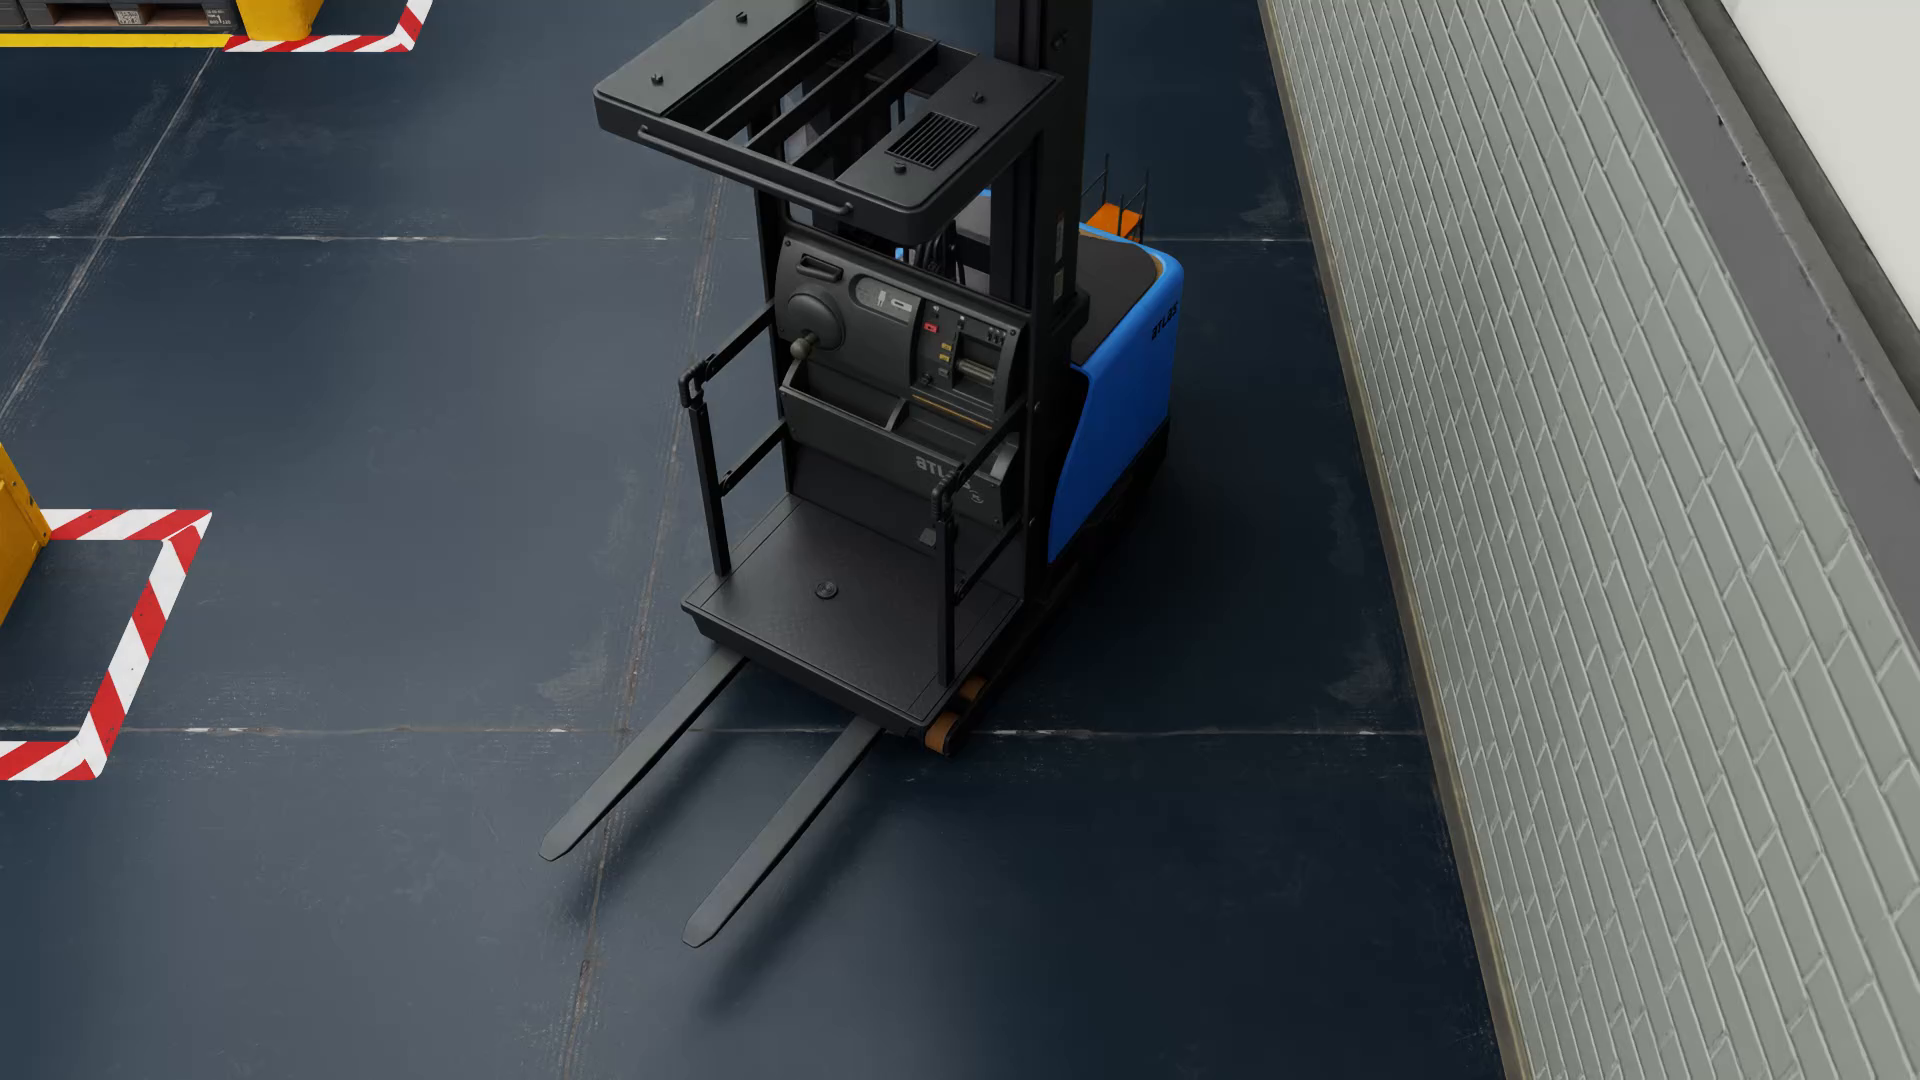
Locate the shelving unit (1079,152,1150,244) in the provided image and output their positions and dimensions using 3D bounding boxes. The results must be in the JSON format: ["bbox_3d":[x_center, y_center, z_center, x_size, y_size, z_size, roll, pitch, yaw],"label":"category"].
[{"bbox_3d":[0.608,-1.029,6.969,0.189,1.200,0.258,24,52,21],"label":"shelving unit"}]

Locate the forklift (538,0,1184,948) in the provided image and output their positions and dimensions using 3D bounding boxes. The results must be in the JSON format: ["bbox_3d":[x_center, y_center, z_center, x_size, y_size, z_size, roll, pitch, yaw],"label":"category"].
[{"bbox_3d":[-0.329,-0.612,5.398,1.130,2.935,3.031,24,52,21],"label":"forklift"}]

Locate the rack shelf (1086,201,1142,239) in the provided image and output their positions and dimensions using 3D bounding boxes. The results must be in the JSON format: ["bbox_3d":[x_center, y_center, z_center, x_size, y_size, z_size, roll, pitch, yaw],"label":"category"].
[{"bbox_3d":[0.608,-1.244,6.738,0.180,0.103,0.258,24,52,21],"label":"rack shelf"}]

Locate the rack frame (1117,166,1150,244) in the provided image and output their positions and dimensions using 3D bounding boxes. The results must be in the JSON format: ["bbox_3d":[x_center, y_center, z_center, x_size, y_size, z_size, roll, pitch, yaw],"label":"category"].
[{"bbox_3d":[0.685,-0.993,6.936,0.006,1.200,0.240,24,52,21],"label":"rack frame"}]

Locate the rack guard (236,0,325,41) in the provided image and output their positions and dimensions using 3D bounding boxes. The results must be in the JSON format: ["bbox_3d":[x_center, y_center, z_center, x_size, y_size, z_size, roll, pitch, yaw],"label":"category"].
[{"bbox_3d":[-3.898,-3.442,9.693,0.348,0.500,1.175,0,47,0],"label":"rack guard"}]

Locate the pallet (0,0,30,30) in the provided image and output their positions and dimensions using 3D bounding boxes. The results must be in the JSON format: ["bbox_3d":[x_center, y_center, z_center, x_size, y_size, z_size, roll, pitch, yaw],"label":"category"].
[{"bbox_3d":[-5.964,-3.370,9.823,1.213,0.211,1.003,0,47,0],"label":"pallet"}]

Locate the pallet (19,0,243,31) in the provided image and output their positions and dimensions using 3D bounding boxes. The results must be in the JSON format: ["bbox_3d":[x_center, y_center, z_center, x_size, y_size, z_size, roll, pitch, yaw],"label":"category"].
[{"bbox_3d":[-4.747,-3.364,9.818,1.213,0.211,1.003,0,47,0],"label":"pallet"}]

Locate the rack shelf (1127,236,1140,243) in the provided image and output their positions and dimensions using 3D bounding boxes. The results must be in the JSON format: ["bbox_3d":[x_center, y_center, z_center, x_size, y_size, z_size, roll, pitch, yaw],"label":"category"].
[{"bbox_3d":[0.608,-1.162,6.826,0.180,0.103,0.258,24,52,21],"label":"rack shelf"}]

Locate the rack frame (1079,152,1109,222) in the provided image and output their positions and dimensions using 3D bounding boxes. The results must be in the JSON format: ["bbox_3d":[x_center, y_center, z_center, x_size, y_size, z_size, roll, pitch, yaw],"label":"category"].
[{"bbox_3d":[0.530,-1.064,7.002,0.006,1.200,0.240,24,52,21],"label":"rack frame"}]

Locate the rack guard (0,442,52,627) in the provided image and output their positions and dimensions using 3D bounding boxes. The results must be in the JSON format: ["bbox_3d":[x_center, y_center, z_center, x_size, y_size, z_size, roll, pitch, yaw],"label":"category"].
[{"bbox_3d":[-3.917,0.193,6.309,0.348,0.500,1.175,0,47,0],"label":"rack guard"}]
